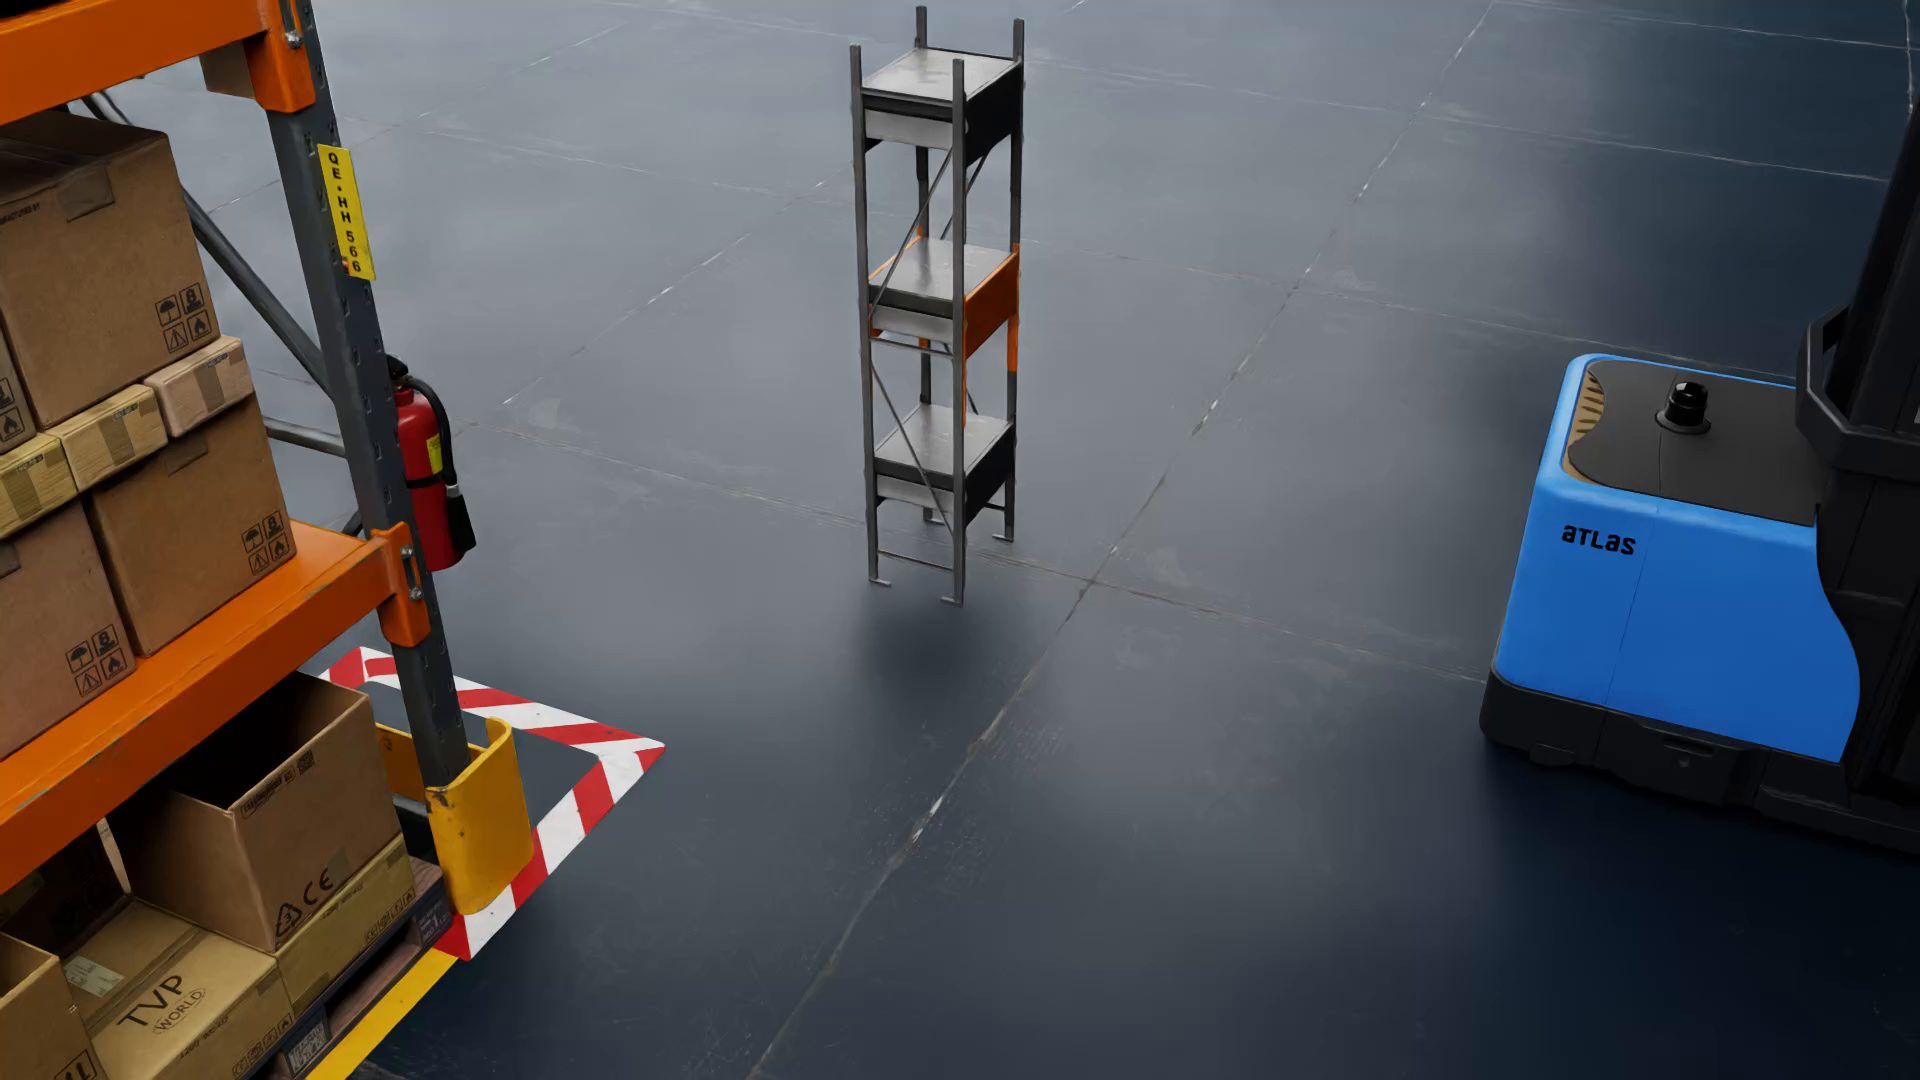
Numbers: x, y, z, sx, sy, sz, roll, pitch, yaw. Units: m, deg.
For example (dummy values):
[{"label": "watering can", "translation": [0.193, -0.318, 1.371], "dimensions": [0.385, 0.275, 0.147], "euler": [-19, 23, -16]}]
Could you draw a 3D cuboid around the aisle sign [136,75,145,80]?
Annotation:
[{"label": "aisle sign", "translation": [-2.183, -1.507, 3.942], "dimensions": [0.394, 0.787, 0.004], "euler": [14, 36, 20]}]

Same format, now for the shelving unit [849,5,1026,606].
[{"label": "shelving unit", "translation": [-0.069, -0.796, 6.049], "dimensions": [0.431, 2.100, 0.503], "euler": [14, 36, 20]}]

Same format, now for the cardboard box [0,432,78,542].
[{"label": "cardboard box", "translation": [-2.134, -0.138, 3.542], "dimensions": [0.380, 0.149, 0.250], "euler": [14, 36, 20]}]

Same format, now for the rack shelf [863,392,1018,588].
[{"label": "rack shelf", "translation": [-0.069, -0.199, 6.440], "dimensions": [0.431, 0.518, 0.480], "euler": [14, 36, 20]}]

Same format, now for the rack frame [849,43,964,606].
[{"label": "rack frame", "translation": [-0.171, -0.674, 5.863], "dimensions": [0.400, 2.100, 0.015], "euler": [14, 36, 20]}]

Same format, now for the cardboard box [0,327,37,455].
[{"label": "cardboard box", "translation": [-2.376, -0.382, 3.323], "dimensions": [0.700, 0.500, 0.500], "euler": [13, 36, 19]}]

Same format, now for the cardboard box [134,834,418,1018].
[{"label": "cardboard box", "translation": [-1.888, 0.992, 4.626], "dimensions": [0.500, 0.250, 0.500], "euler": [14, 36, 20]}]

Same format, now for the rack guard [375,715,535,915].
[{"label": "rack guard", "translation": [-1.922, 0.717, 5.201], "dimensions": [1.175, 0.500, 0.348], "euler": [14, 36, 20]}]

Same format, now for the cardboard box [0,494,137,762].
[{"label": "cardboard box", "translation": [-2.355, 0.134, 3.720], "dimensions": [0.700, 0.500, 0.500], "euler": [15, 36, 22]}]

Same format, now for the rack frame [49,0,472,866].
[{"label": "rack frame", "translation": [-1.932, -0.317, 4.498], "dimensions": [1.000, 3.000, 0.127], "euler": [14, 36, 20]}]

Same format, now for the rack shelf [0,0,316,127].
[{"label": "rack shelf", "translation": [-2.769, -0.274, 2.353], "dimensions": [1.077, 0.370, 4.000], "euler": [14, 36, 20]}]

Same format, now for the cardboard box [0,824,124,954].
[{"label": "cardboard box", "translation": [-2.566, 0.809, 4.221], "dimensions": [0.500, 0.500, 0.500], "euler": [14, 36, 20]}]

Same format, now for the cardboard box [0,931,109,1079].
[{"label": "cardboard box", "translation": [-2.291, 1.181, 3.655], "dimensions": [0.500, 0.500, 0.500], "euler": [14, 36, 20]}]

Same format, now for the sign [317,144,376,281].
[{"label": "sign", "translation": [-1.445, -0.769, 3.915], "dimensions": [0.100, 0.325, 0.005], "euler": [14, 36, 20]}]

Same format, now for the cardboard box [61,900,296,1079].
[{"label": "cardboard box", "translation": [-2.087, 1.244, 4.242], "dimensions": [0.500, 0.250, 0.500], "euler": [14, 36, 20]}]

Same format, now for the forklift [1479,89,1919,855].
[{"label": "forklift", "translation": [3.331, -0.434, 4.739], "dimensions": [3.031, 2.935, 1.130], "euler": [13, 36, 19]}]

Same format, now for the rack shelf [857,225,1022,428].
[{"label": "rack shelf", "translation": [-0.069, -0.784, 6.056], "dimensions": [0.431, 0.518, 0.480], "euler": [14, 36, 20]}]

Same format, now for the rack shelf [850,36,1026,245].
[{"label": "rack shelf", "translation": [-0.069, -1.370, 5.672], "dimensions": [0.431, 0.518, 0.480], "euler": [14, 36, 20]}]

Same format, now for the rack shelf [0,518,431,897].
[{"label": "rack shelf", "translation": [-2.769, 0.980, 3.176], "dimensions": [1.077, 0.370, 4.000], "euler": [14, 36, 20]}]

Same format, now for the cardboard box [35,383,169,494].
[{"label": "cardboard box", "translation": [-2.027, -0.265, 3.736], "dimensions": [0.380, 0.149, 0.250], "euler": [15, 36, 22]}]

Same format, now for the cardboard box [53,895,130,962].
[{"label": "cardboard box", "translation": [-2.565, 1.123, 4.426], "dimensions": [0.500, 0.250, 0.500], "euler": [14, 36, 20]}]

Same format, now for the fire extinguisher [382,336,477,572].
[{"label": "fire extinguisher", "translation": [-1.461, -0.237, 4.446], "dimensions": [0.296, 0.674, 0.183], "euler": [14, 36, 20]}]

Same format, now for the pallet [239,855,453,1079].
[{"label": "pallet", "translation": [-2.214, 1.240, 4.667], "dimensions": [1.003, 0.211, 1.213], "euler": [14, 36, 20]}]

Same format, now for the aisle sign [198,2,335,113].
[{"label": "aisle sign", "translation": [-1.638, -1.369, 3.732], "dimensions": [0.394, 0.787, 0.004], "euler": [14, 36, 20]}]

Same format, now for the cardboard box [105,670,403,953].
[{"label": "cardboard box", "translation": [-1.886, 0.679, 4.419], "dimensions": [0.500, 0.500, 0.500], "euler": [14, 36, 20]}]

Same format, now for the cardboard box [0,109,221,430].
[{"label": "cardboard box", "translation": [-2.161, -0.645, 3.724], "dimensions": [0.700, 0.500, 0.500], "euler": [14, 36, 21]}]

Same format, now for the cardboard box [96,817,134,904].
[{"label": "cardboard box", "translation": [-2.359, 0.873, 4.807], "dimensions": [0.500, 0.250, 0.500], "euler": [14, 36, 20]}]

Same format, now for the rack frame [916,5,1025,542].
[{"label": "rack frame", "translation": [0.033, -0.917, 6.234], "dimensions": [0.400, 2.100, 0.015], "euler": [14, 36, 20]}]

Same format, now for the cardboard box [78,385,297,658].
[{"label": "cardboard box", "translation": [-2.139, -0.129, 4.120], "dimensions": [0.700, 0.500, 0.500], "euler": [14, 36, 20]}]

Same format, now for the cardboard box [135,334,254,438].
[{"label": "cardboard box", "translation": [-1.919, -0.396, 3.935], "dimensions": [0.380, 0.149, 0.250], "euler": [14, 36, 20]}]
